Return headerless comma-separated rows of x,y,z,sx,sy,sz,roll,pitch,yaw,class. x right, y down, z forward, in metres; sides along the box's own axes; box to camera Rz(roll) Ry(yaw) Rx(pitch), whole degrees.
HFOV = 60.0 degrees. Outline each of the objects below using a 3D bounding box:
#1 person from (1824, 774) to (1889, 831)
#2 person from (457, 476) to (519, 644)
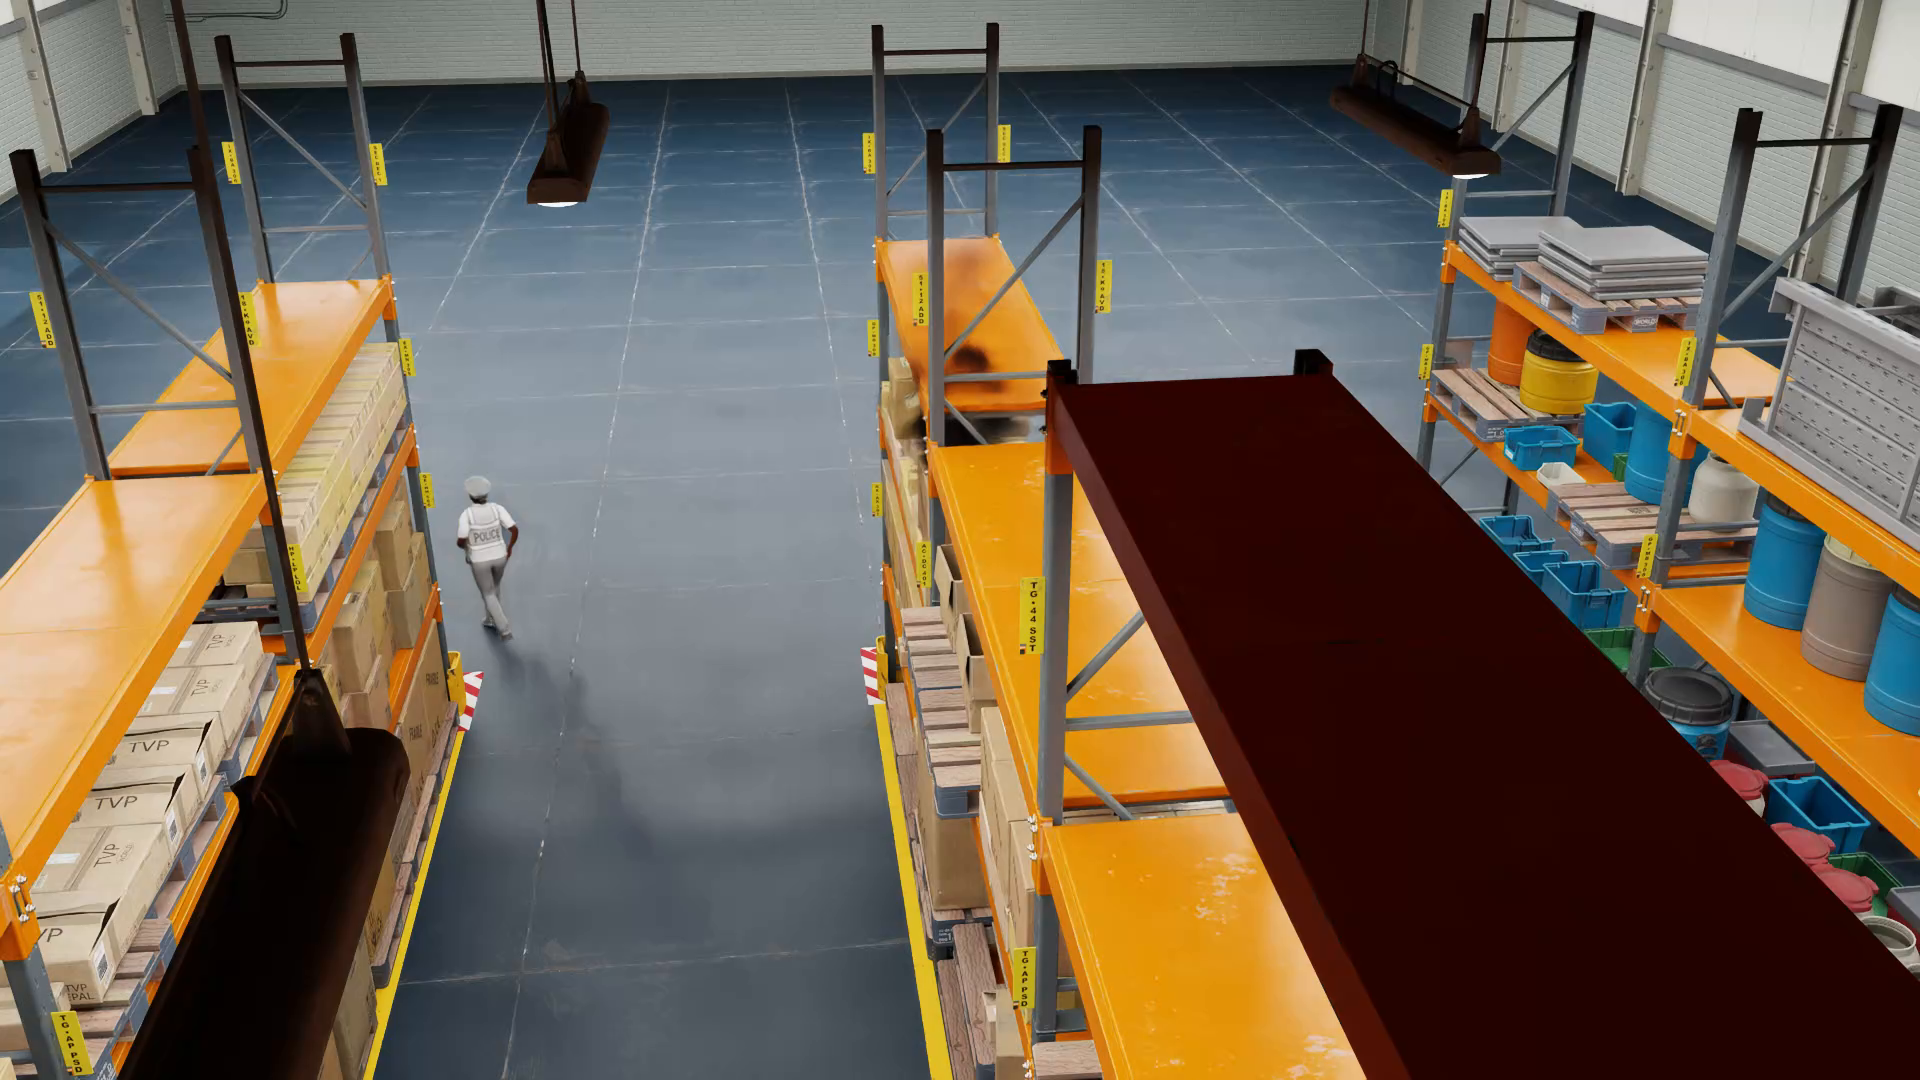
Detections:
7.330,1.538,13.297,0.602,1.645,0.913,-8,27,-15,person
-4.559,0.214,16.128,0.572,1.705,0.891,-18,31,-33,person
